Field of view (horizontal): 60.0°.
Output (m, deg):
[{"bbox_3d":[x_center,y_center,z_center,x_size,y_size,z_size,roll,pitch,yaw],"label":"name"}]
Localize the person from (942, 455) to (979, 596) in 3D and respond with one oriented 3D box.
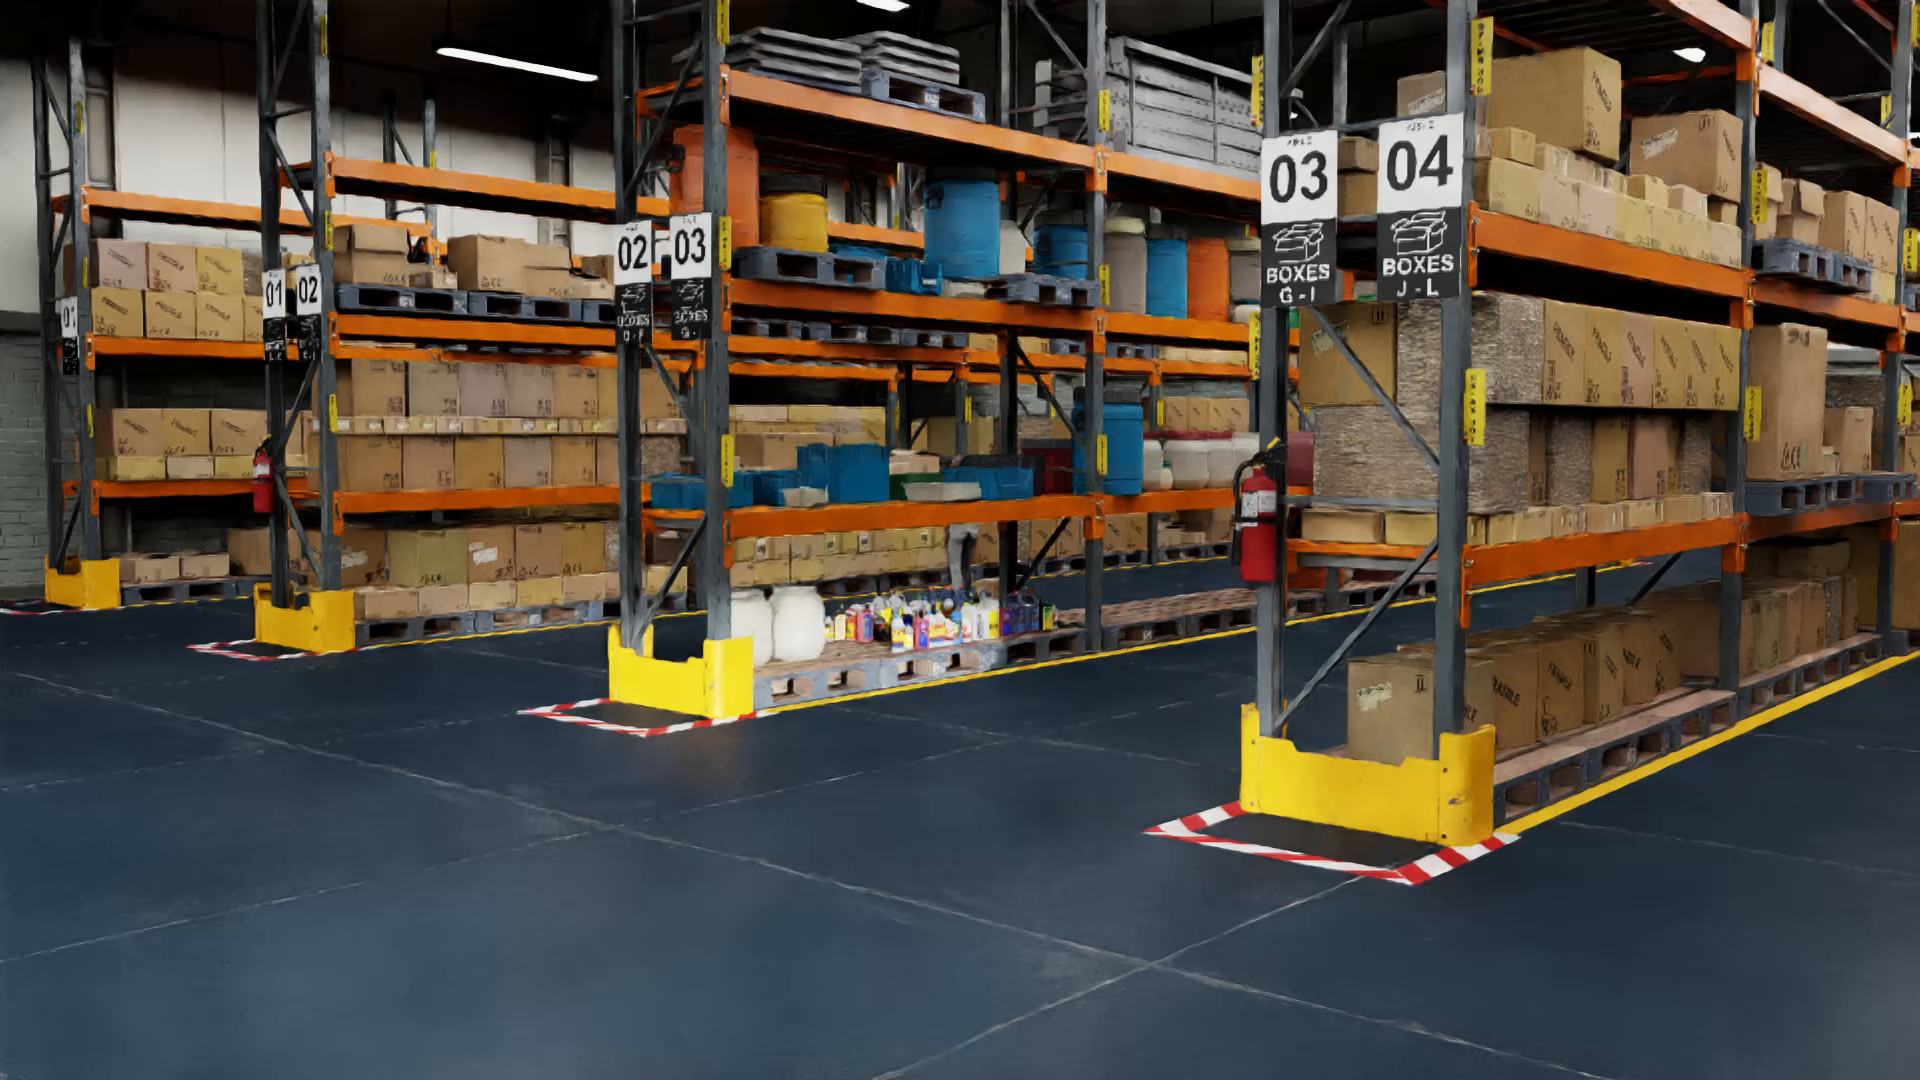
[{"bbox_3d":[-0.015,-0.045,16.561,0.511,1.576,0.568,-3,5,-40],"label":"person"}]
